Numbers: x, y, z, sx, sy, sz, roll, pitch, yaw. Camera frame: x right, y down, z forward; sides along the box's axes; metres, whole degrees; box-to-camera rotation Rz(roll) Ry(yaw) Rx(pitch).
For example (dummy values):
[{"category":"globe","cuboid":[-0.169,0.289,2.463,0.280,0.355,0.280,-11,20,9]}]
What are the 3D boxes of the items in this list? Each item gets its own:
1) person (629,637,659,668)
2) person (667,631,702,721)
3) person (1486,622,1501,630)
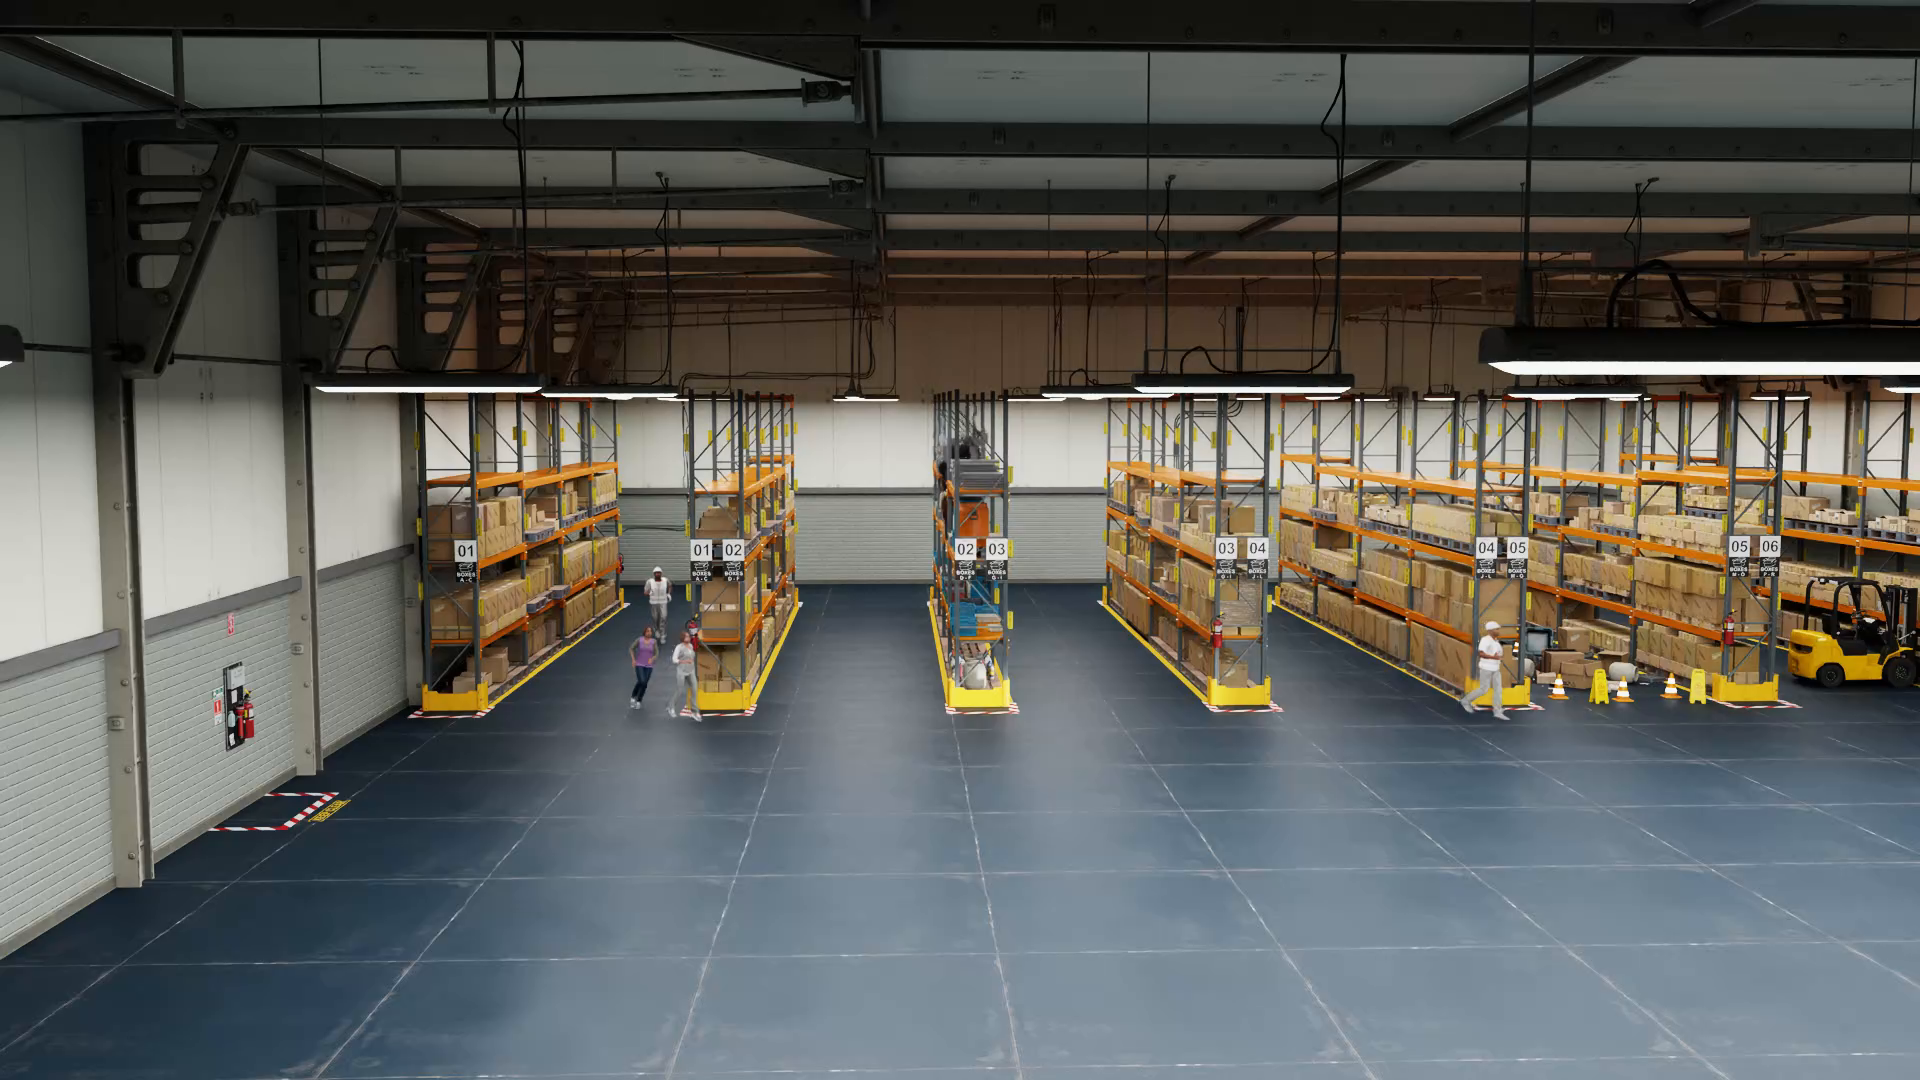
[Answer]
[{"category":"person","cuboid":[-5.947,2.116,31.350,0.518,0.589,0.389,-2,5,-24]},{"category":"person","cuboid":[-4.984,2.451,30.121,0.774,1.616,0.547,4,6,41]},{"category":"person","cuboid":[9.731,1.568,30.319,0.211,0.163,0.287,-5,7,-44]}]
